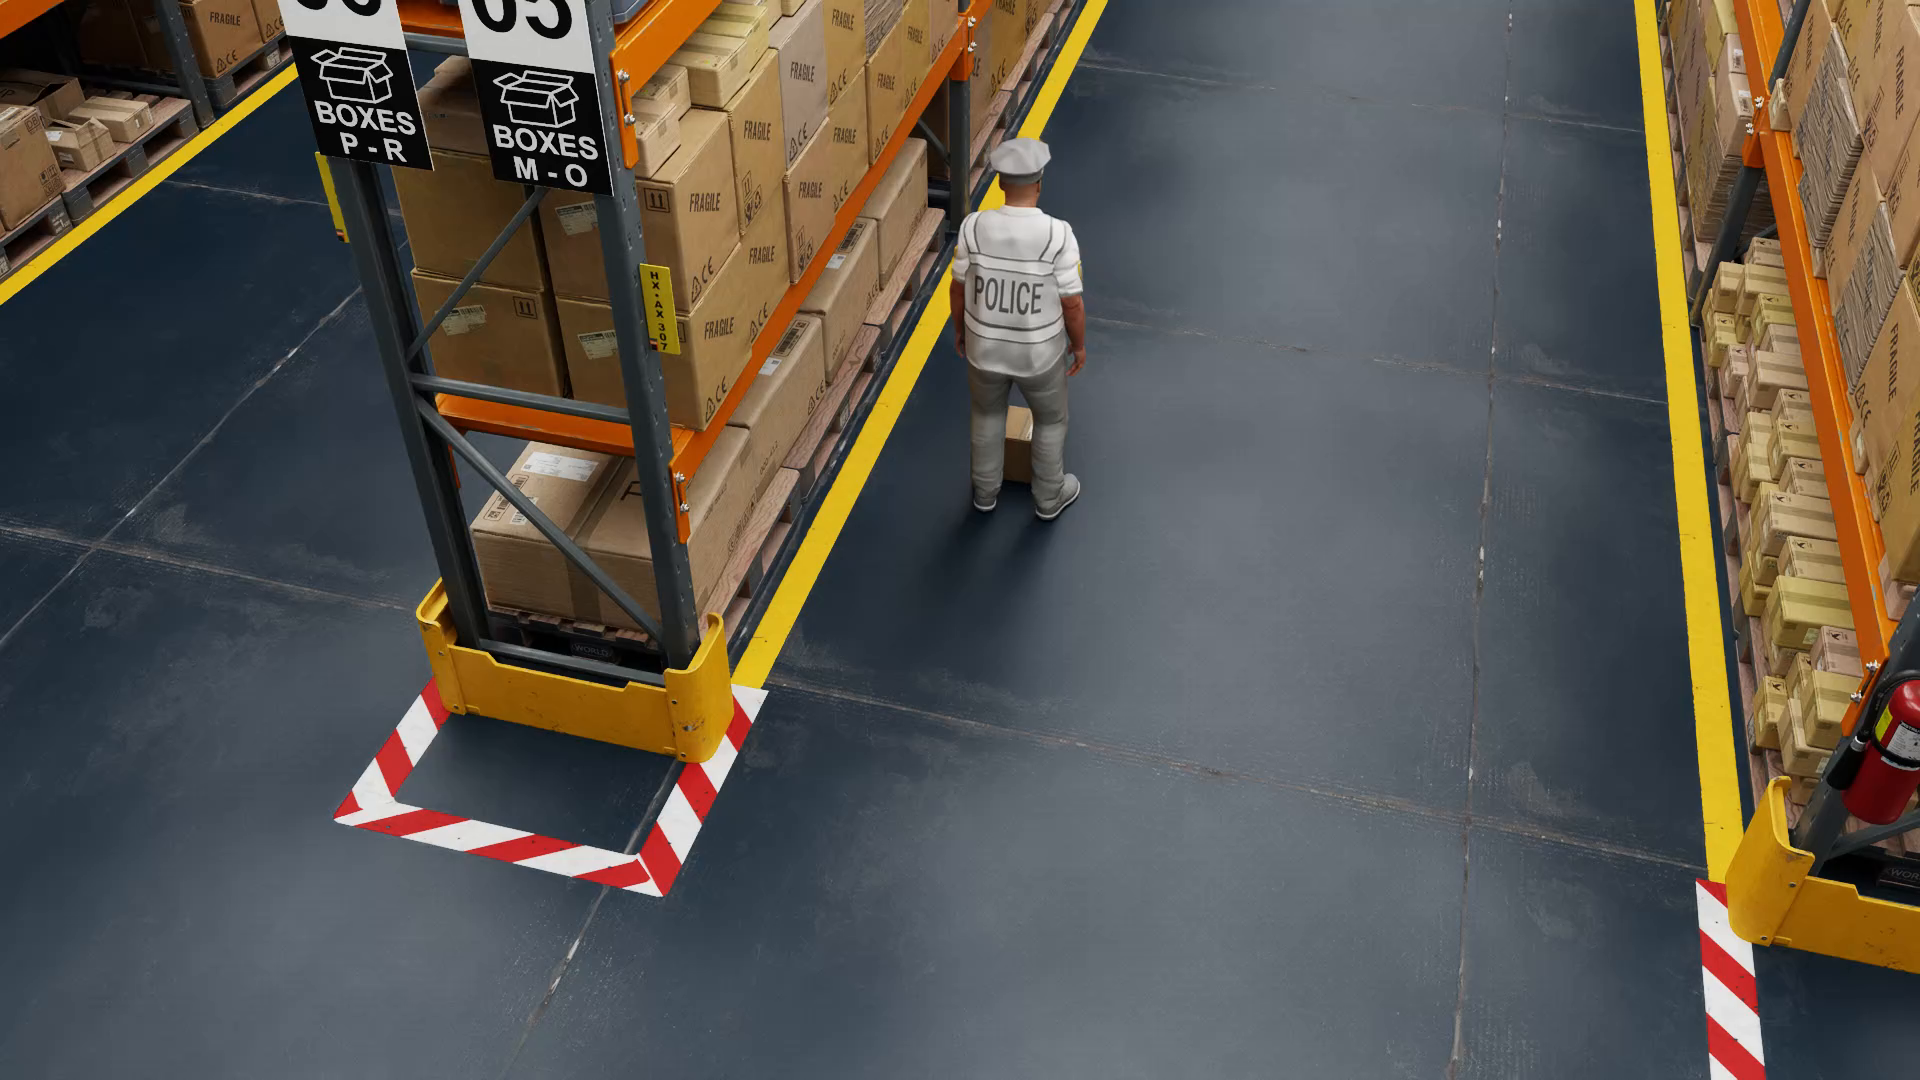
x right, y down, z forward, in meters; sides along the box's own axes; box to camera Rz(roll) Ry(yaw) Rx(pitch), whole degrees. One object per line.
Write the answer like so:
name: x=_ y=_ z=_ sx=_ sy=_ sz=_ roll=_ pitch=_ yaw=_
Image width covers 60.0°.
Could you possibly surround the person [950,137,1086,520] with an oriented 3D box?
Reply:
person: x=0.244 y=-0.840 z=7.126 sx=0.586 sy=1.748 sz=0.436 roll=10 pitch=42 yaw=12
